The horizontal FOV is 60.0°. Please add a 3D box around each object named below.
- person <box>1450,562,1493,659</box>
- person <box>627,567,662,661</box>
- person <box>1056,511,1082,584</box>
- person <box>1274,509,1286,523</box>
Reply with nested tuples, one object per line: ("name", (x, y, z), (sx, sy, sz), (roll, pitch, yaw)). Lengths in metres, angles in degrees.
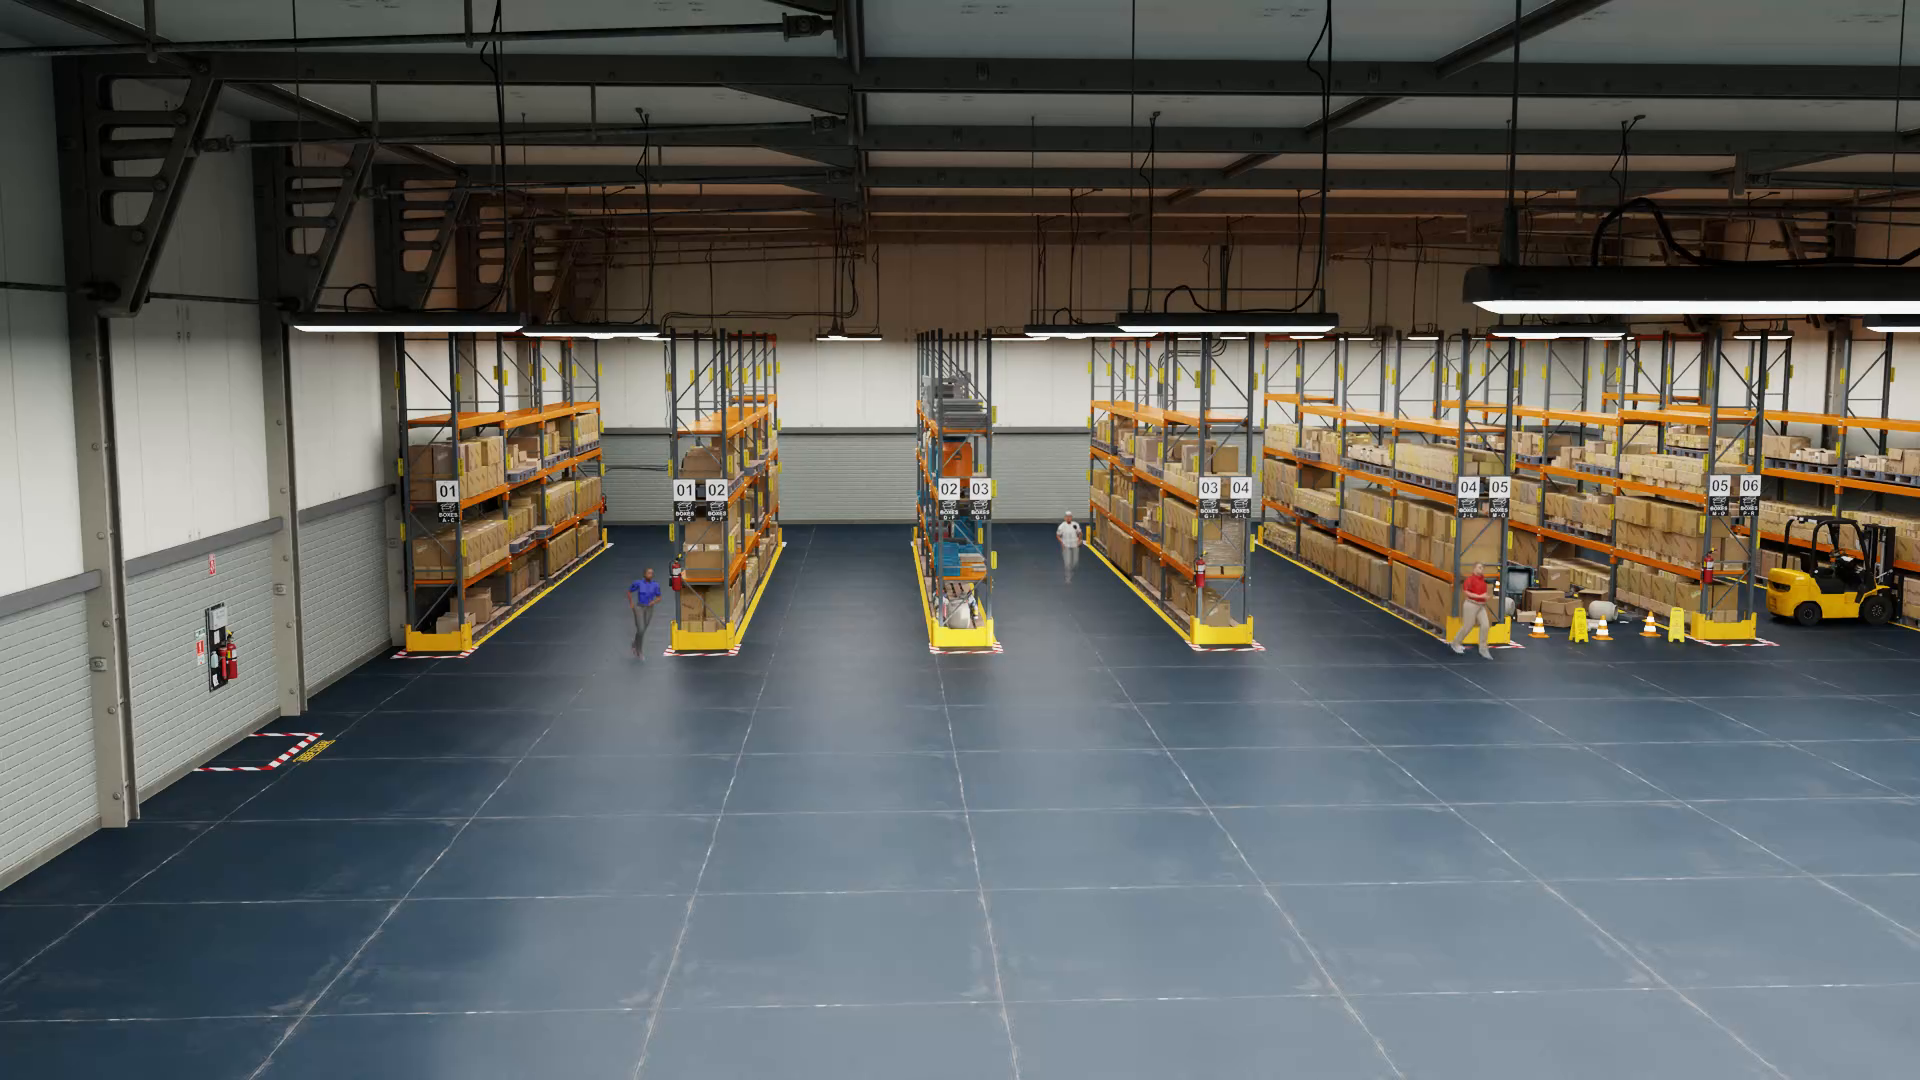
("person", (9.422, 1.287, 30.513), (0.678, 1.799, 0.799), (-5, 9, -38))
("person", (-5.756, 1.338, 30.449), (0.573, 1.685, 0.742), (-4, 8, -31))
("person", (2.501, 0.173, 37.858), (0.609, 1.648, 0.475), (-1, 7, -5))
("person", (9.624, -0.890, 49.202), (0.626, 1.677, 0.579), (0, 7, 4))
